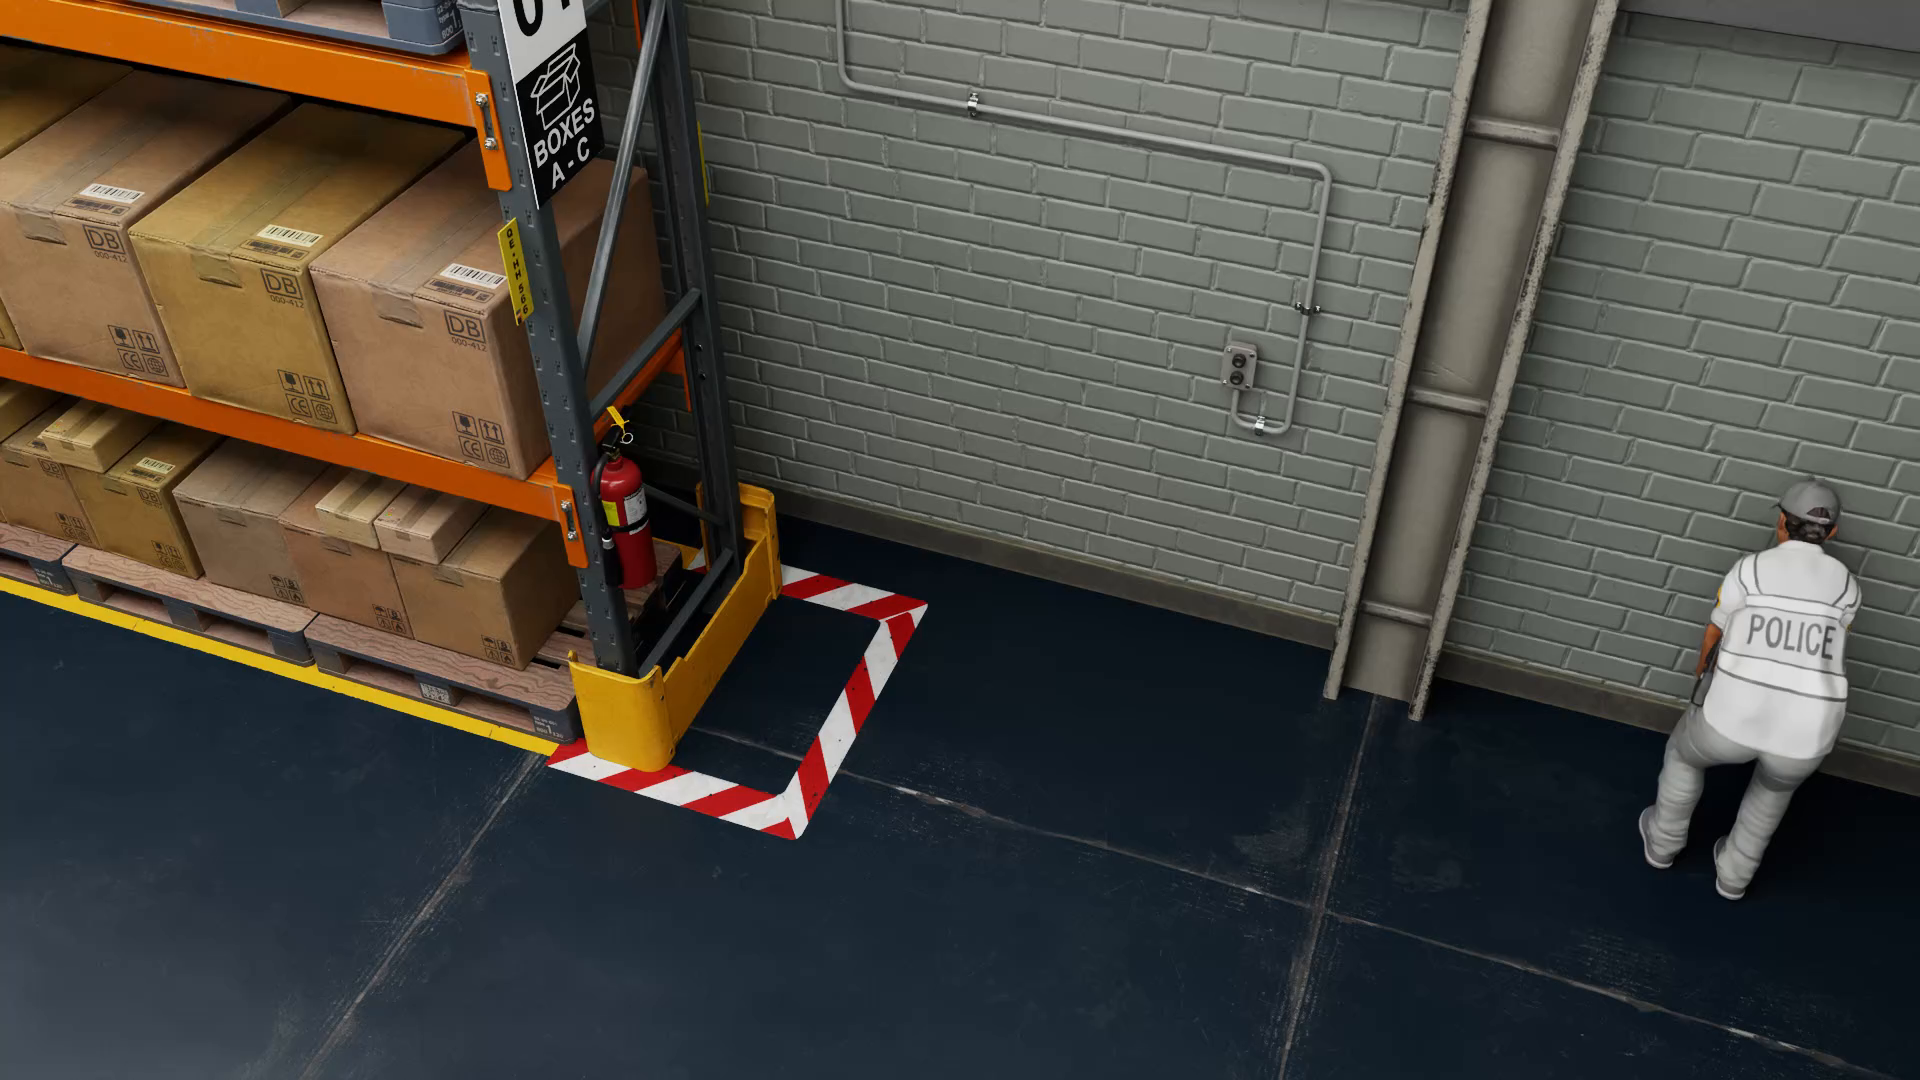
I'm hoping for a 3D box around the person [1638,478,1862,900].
[{"bbox_3d":[2.714,0.536,5.692,0.457,1.494,0.773,13,43,14],"label":"person"}]
